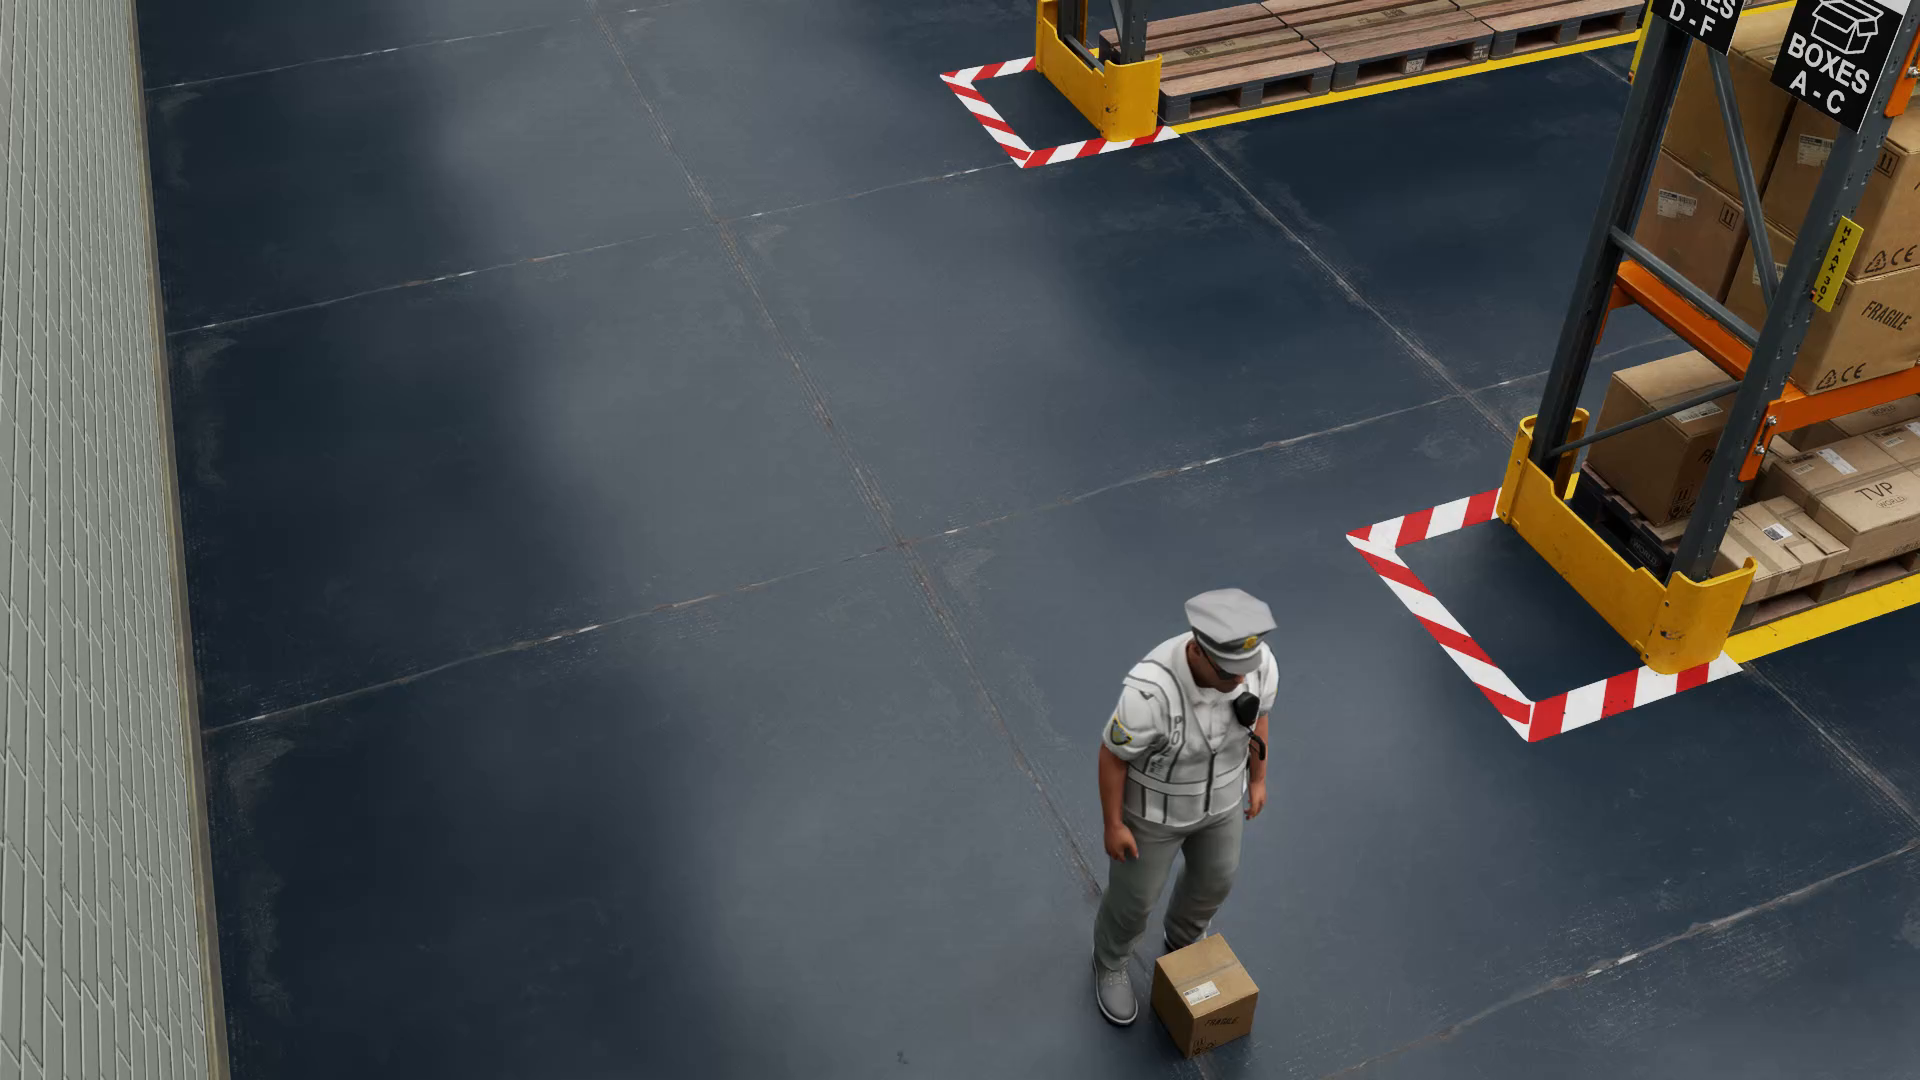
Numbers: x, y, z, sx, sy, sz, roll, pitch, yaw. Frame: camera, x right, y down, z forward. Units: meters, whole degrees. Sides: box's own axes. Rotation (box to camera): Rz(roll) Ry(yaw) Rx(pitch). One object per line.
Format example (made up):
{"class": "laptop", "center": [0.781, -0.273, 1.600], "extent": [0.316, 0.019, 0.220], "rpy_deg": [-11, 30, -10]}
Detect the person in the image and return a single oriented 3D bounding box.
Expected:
{"class": "person", "center": [0.704, 0.810, 5.239], "extent": [0.586, 1.745, 0.466], "rpy_deg": [-16, 44, -17]}
